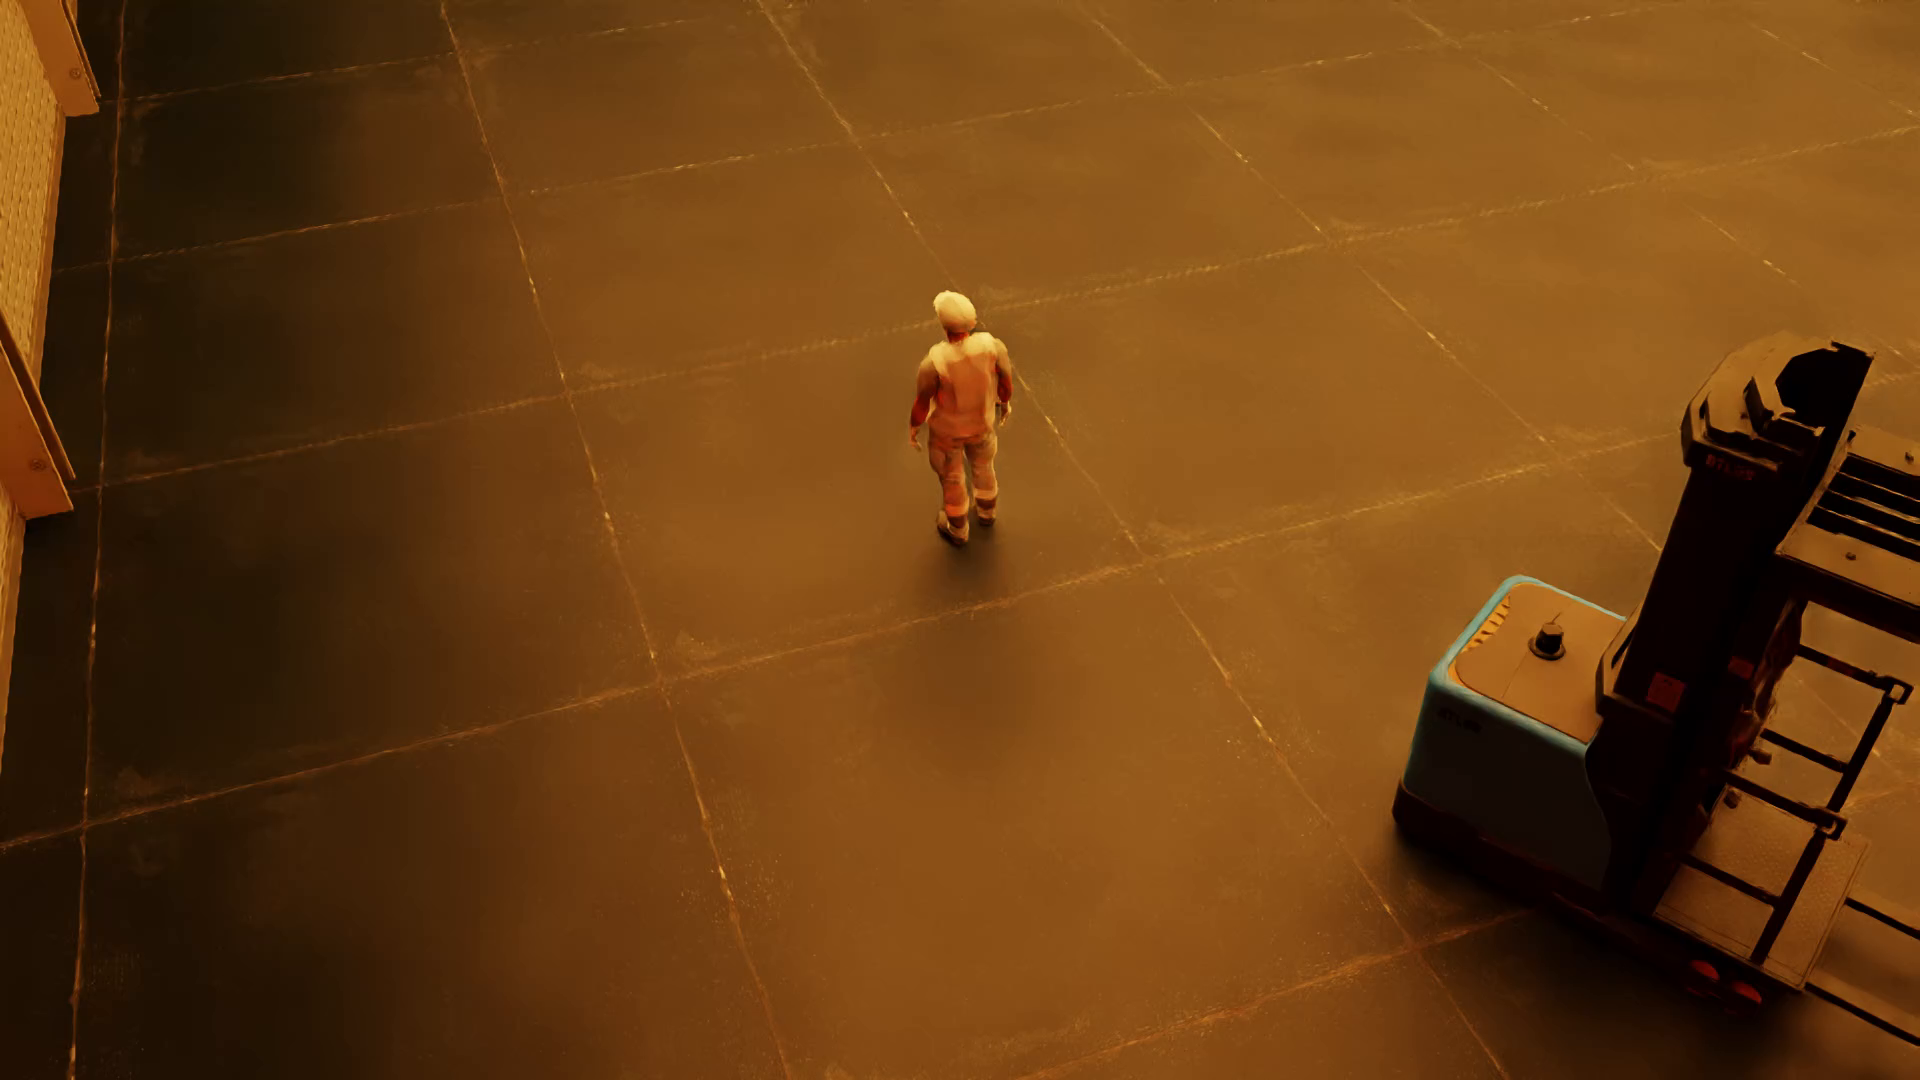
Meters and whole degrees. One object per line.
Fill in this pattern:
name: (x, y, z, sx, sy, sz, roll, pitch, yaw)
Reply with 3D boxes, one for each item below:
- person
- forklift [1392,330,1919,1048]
person: (-0.017, -0.741, 9.757, 0.637, 1.787, 0.563, -13, 42, -15)
forklift: (3.679, 0.683, 7.183, 3.031, 2.935, 1.130, 27, 47, 28)
